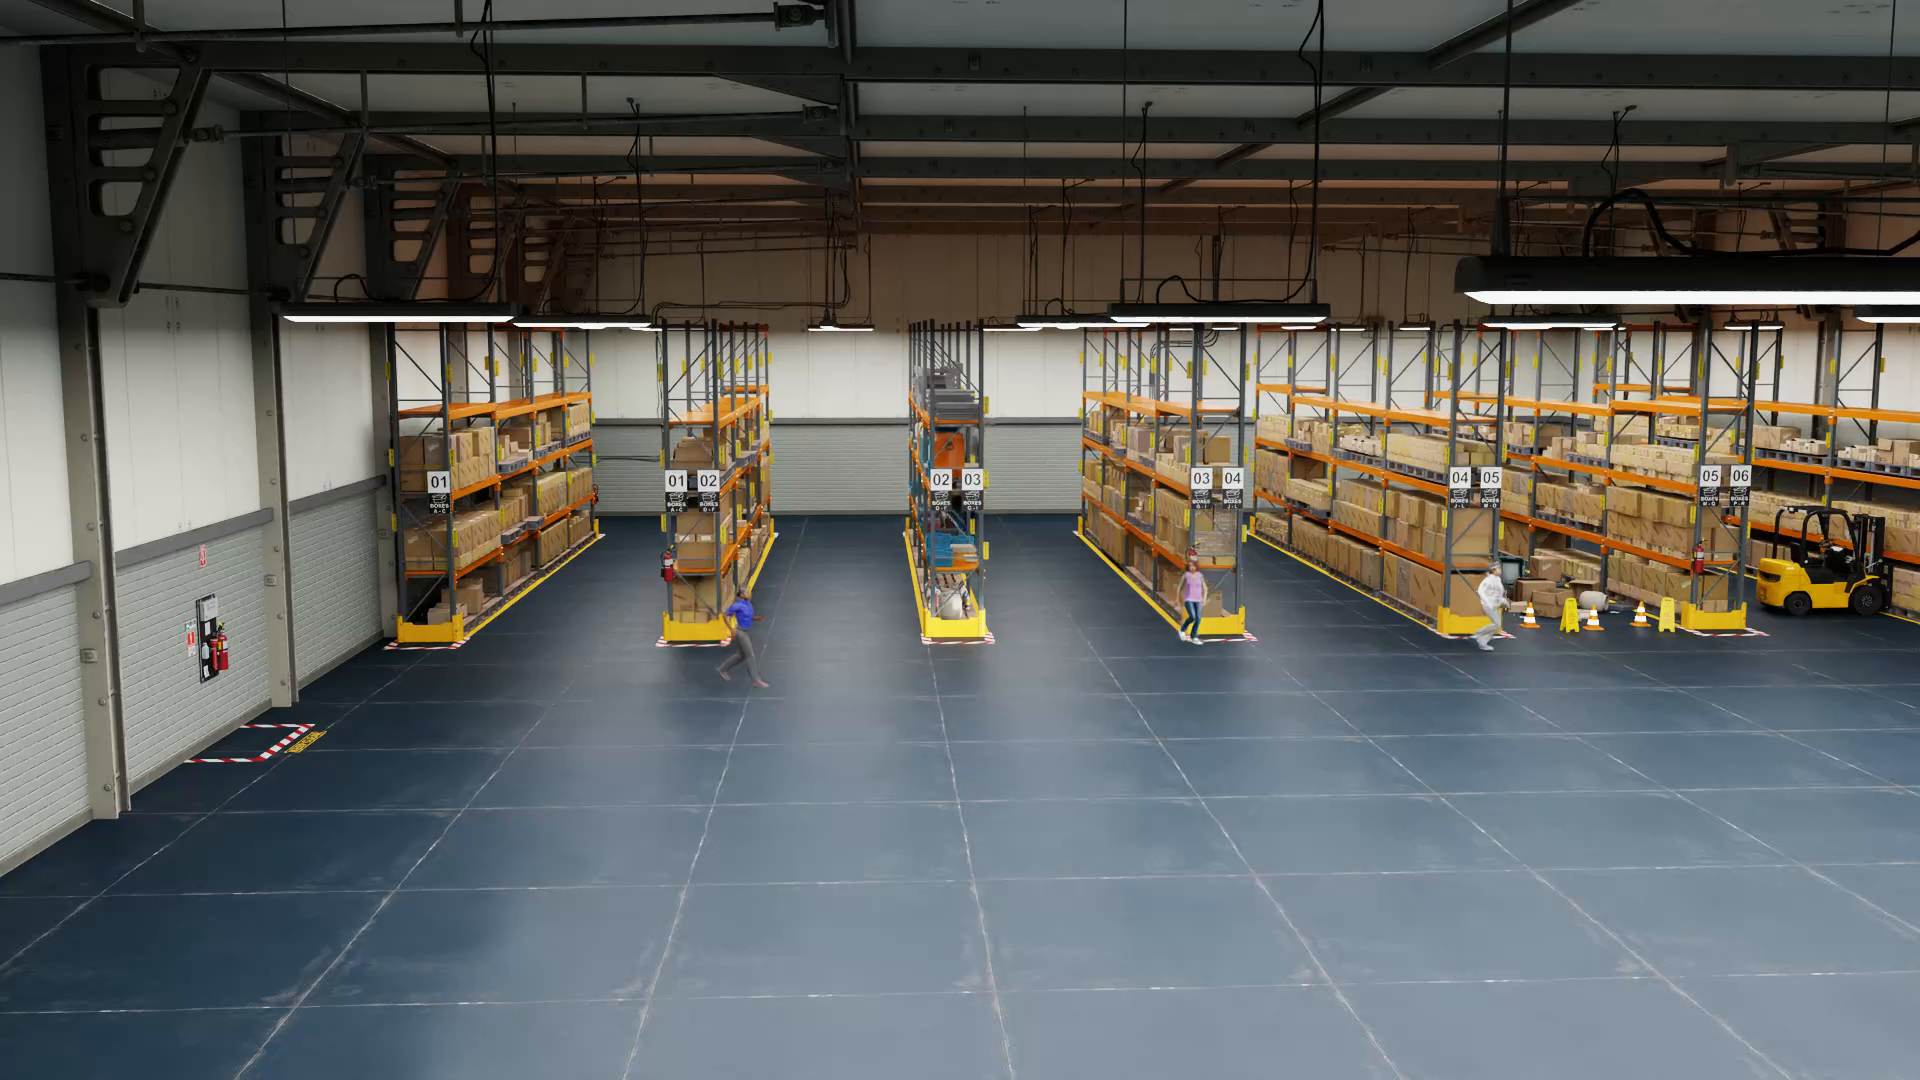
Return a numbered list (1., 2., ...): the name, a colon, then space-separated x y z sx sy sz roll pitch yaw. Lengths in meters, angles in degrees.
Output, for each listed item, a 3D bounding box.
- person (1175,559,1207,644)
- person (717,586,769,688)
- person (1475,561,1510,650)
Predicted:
1. person: 4.315 1.145 30.822 0.521 1.574 0.459 -2 7 -18
2. person: -3.546 1.552 26.977 0.939 1.646 0.574 2 7 16
3. person: 9.690 1.186 30.250 0.518 1.630 0.618 7 10 44
